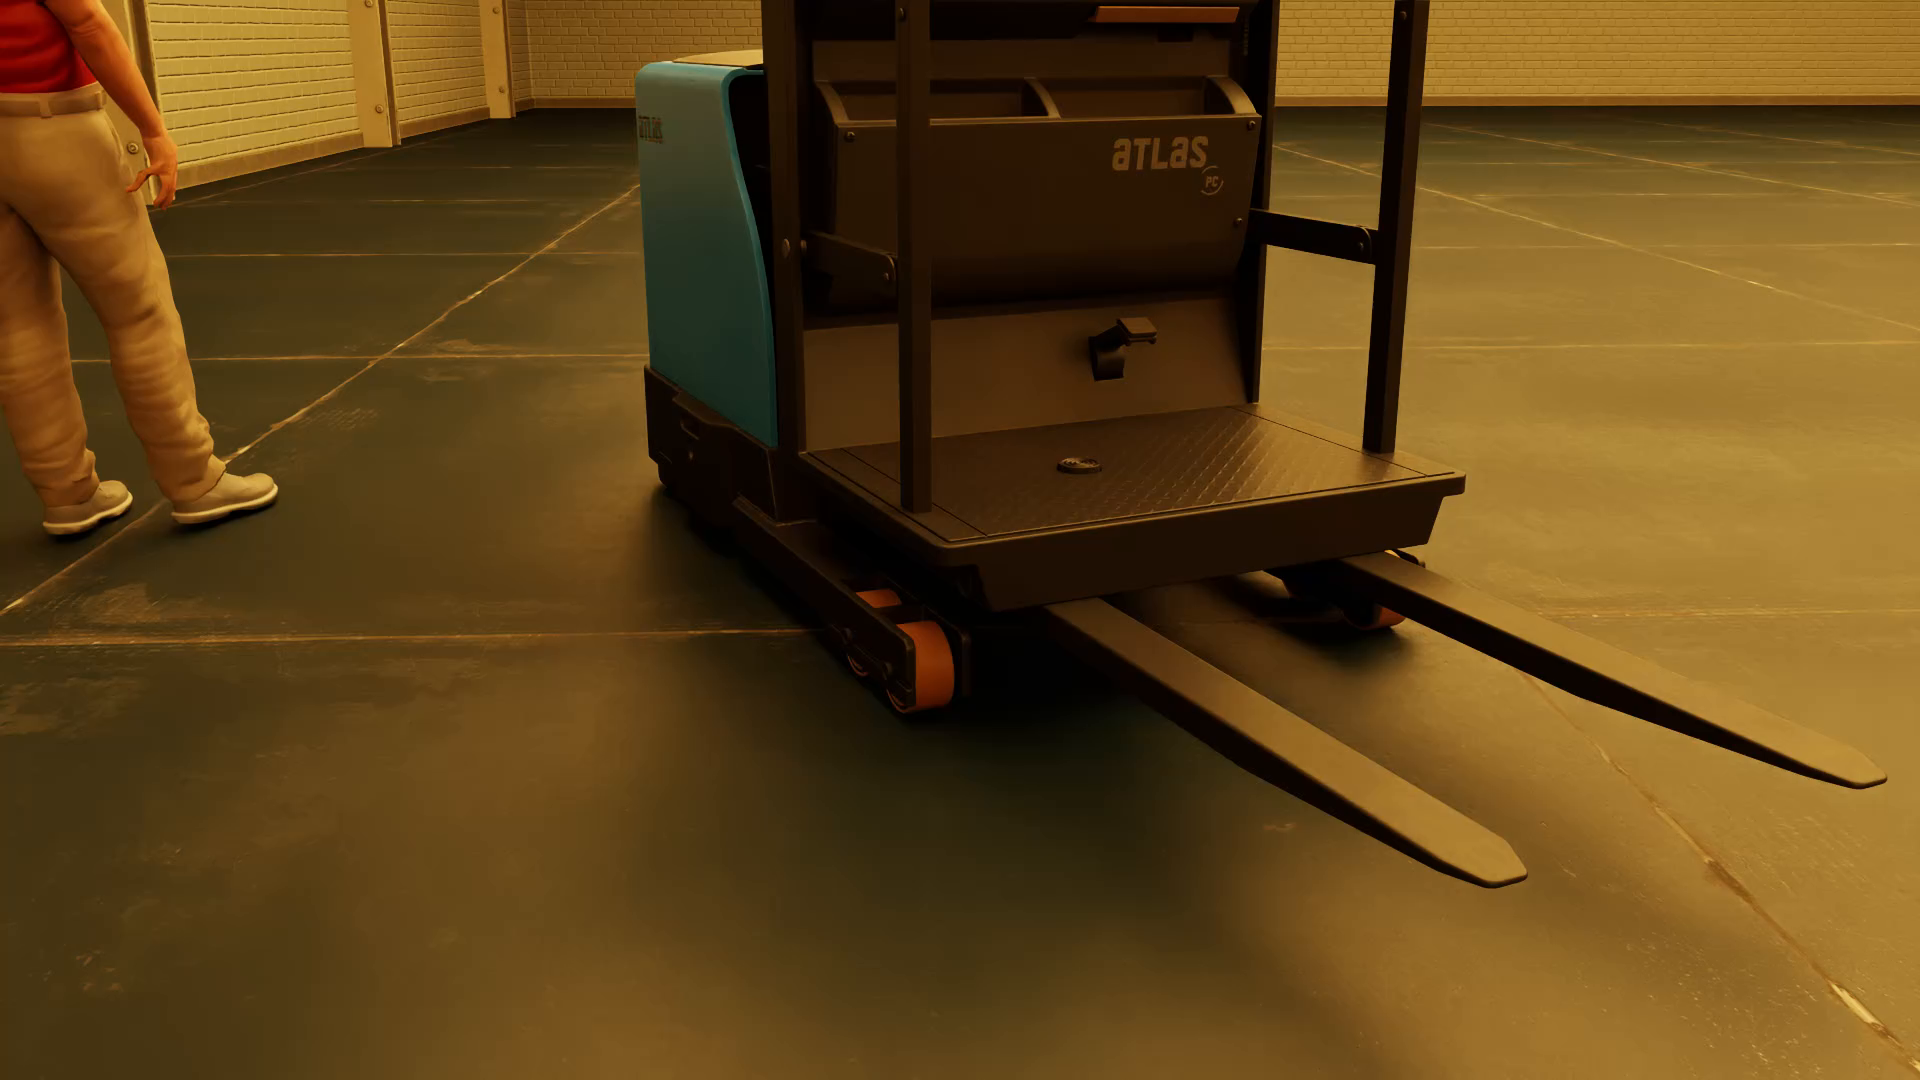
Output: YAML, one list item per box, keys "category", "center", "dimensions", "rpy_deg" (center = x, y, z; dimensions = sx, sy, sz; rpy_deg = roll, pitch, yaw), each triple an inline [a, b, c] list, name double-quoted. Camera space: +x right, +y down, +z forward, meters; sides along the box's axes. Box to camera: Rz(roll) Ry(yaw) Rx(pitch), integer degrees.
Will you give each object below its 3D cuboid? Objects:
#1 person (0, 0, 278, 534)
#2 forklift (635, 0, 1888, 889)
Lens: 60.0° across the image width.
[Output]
- category: "person"
  center: [-2.062, -0.871, 3.786]
  dimensions: [0.640, 1.727, 0.551]
  rpy_deg: [1, 17, 4]
- category: "forklift"
  center: [0.258, -1.240, 2.962]
  dimensions: [1.130, 2.935, 3.031]
  rpy_deg: [-8, 19, -24]
